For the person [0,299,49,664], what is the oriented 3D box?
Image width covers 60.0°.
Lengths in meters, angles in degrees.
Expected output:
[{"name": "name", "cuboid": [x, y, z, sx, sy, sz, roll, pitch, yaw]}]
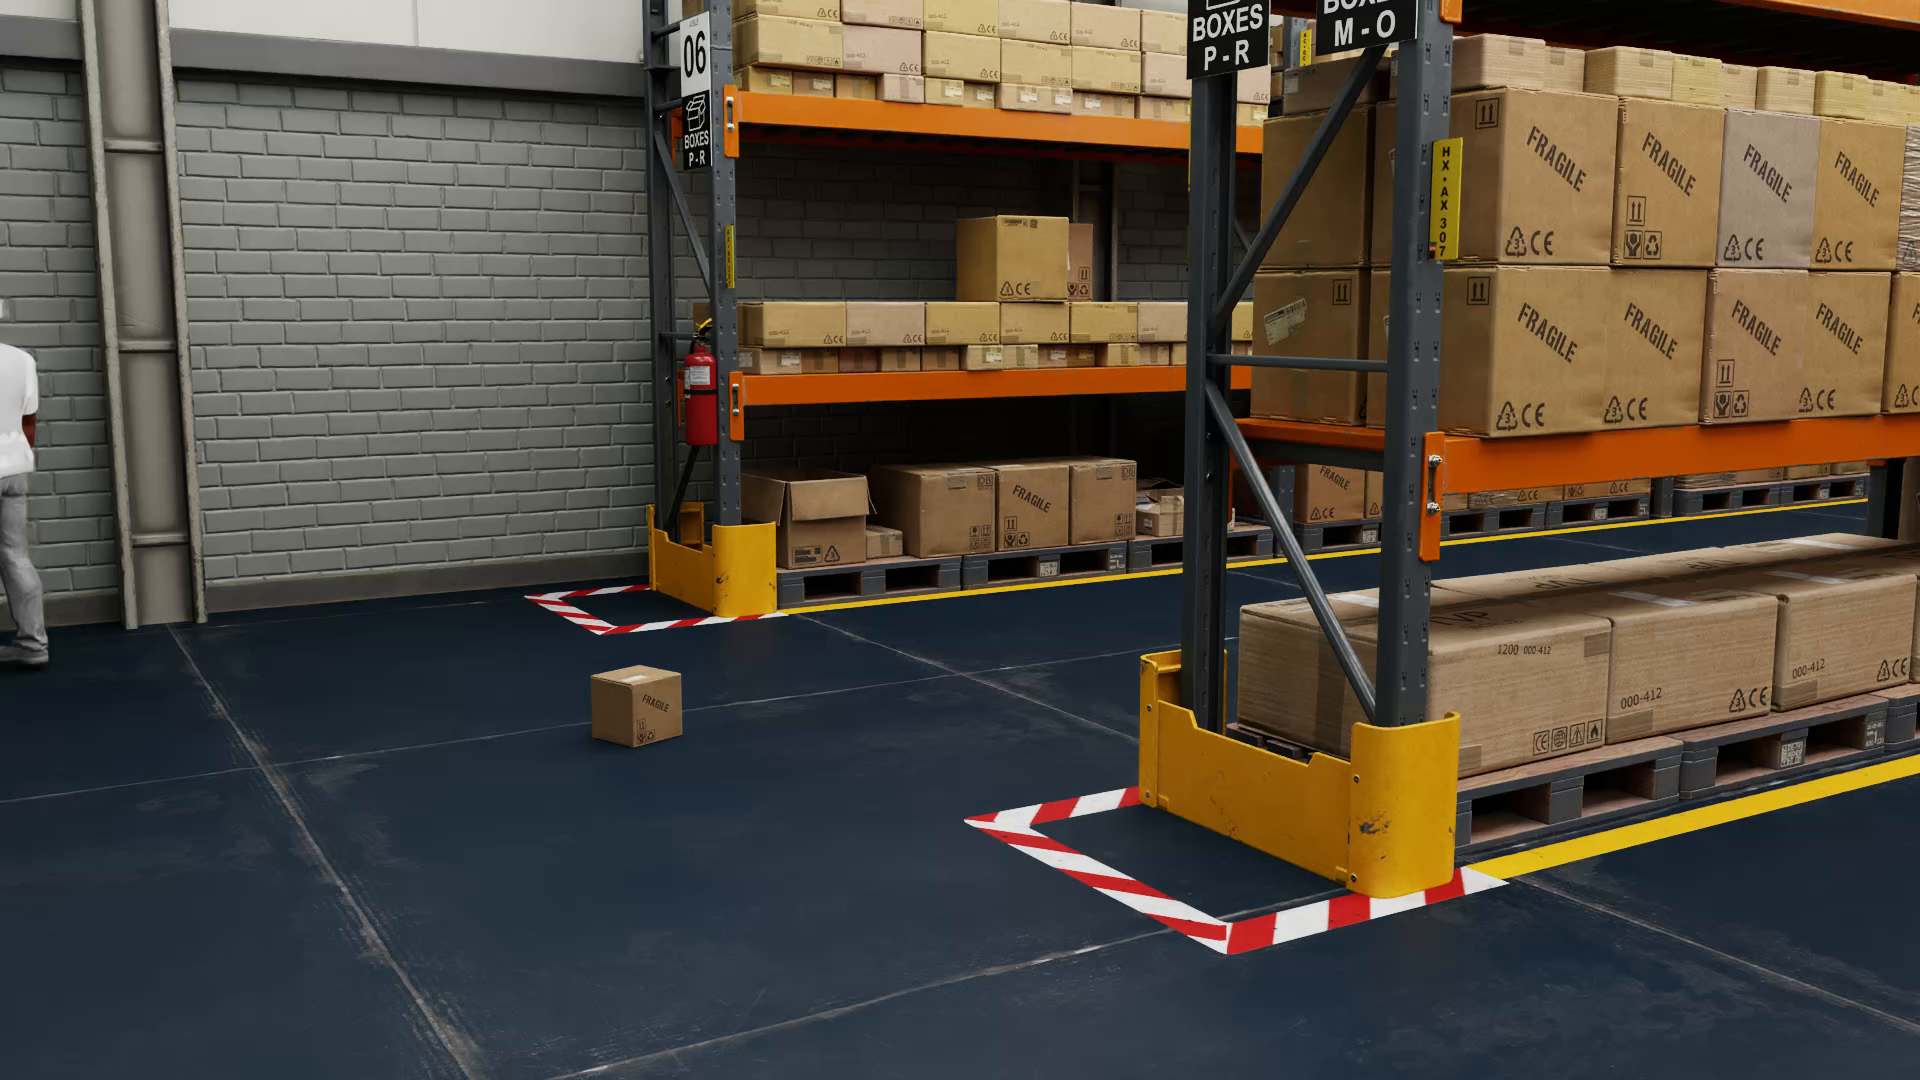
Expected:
[{"name": "person", "cuboid": [-4.487, -0.263, 7.634, 0.513, 1.818, 0.587, 2, 8, 17]}]
